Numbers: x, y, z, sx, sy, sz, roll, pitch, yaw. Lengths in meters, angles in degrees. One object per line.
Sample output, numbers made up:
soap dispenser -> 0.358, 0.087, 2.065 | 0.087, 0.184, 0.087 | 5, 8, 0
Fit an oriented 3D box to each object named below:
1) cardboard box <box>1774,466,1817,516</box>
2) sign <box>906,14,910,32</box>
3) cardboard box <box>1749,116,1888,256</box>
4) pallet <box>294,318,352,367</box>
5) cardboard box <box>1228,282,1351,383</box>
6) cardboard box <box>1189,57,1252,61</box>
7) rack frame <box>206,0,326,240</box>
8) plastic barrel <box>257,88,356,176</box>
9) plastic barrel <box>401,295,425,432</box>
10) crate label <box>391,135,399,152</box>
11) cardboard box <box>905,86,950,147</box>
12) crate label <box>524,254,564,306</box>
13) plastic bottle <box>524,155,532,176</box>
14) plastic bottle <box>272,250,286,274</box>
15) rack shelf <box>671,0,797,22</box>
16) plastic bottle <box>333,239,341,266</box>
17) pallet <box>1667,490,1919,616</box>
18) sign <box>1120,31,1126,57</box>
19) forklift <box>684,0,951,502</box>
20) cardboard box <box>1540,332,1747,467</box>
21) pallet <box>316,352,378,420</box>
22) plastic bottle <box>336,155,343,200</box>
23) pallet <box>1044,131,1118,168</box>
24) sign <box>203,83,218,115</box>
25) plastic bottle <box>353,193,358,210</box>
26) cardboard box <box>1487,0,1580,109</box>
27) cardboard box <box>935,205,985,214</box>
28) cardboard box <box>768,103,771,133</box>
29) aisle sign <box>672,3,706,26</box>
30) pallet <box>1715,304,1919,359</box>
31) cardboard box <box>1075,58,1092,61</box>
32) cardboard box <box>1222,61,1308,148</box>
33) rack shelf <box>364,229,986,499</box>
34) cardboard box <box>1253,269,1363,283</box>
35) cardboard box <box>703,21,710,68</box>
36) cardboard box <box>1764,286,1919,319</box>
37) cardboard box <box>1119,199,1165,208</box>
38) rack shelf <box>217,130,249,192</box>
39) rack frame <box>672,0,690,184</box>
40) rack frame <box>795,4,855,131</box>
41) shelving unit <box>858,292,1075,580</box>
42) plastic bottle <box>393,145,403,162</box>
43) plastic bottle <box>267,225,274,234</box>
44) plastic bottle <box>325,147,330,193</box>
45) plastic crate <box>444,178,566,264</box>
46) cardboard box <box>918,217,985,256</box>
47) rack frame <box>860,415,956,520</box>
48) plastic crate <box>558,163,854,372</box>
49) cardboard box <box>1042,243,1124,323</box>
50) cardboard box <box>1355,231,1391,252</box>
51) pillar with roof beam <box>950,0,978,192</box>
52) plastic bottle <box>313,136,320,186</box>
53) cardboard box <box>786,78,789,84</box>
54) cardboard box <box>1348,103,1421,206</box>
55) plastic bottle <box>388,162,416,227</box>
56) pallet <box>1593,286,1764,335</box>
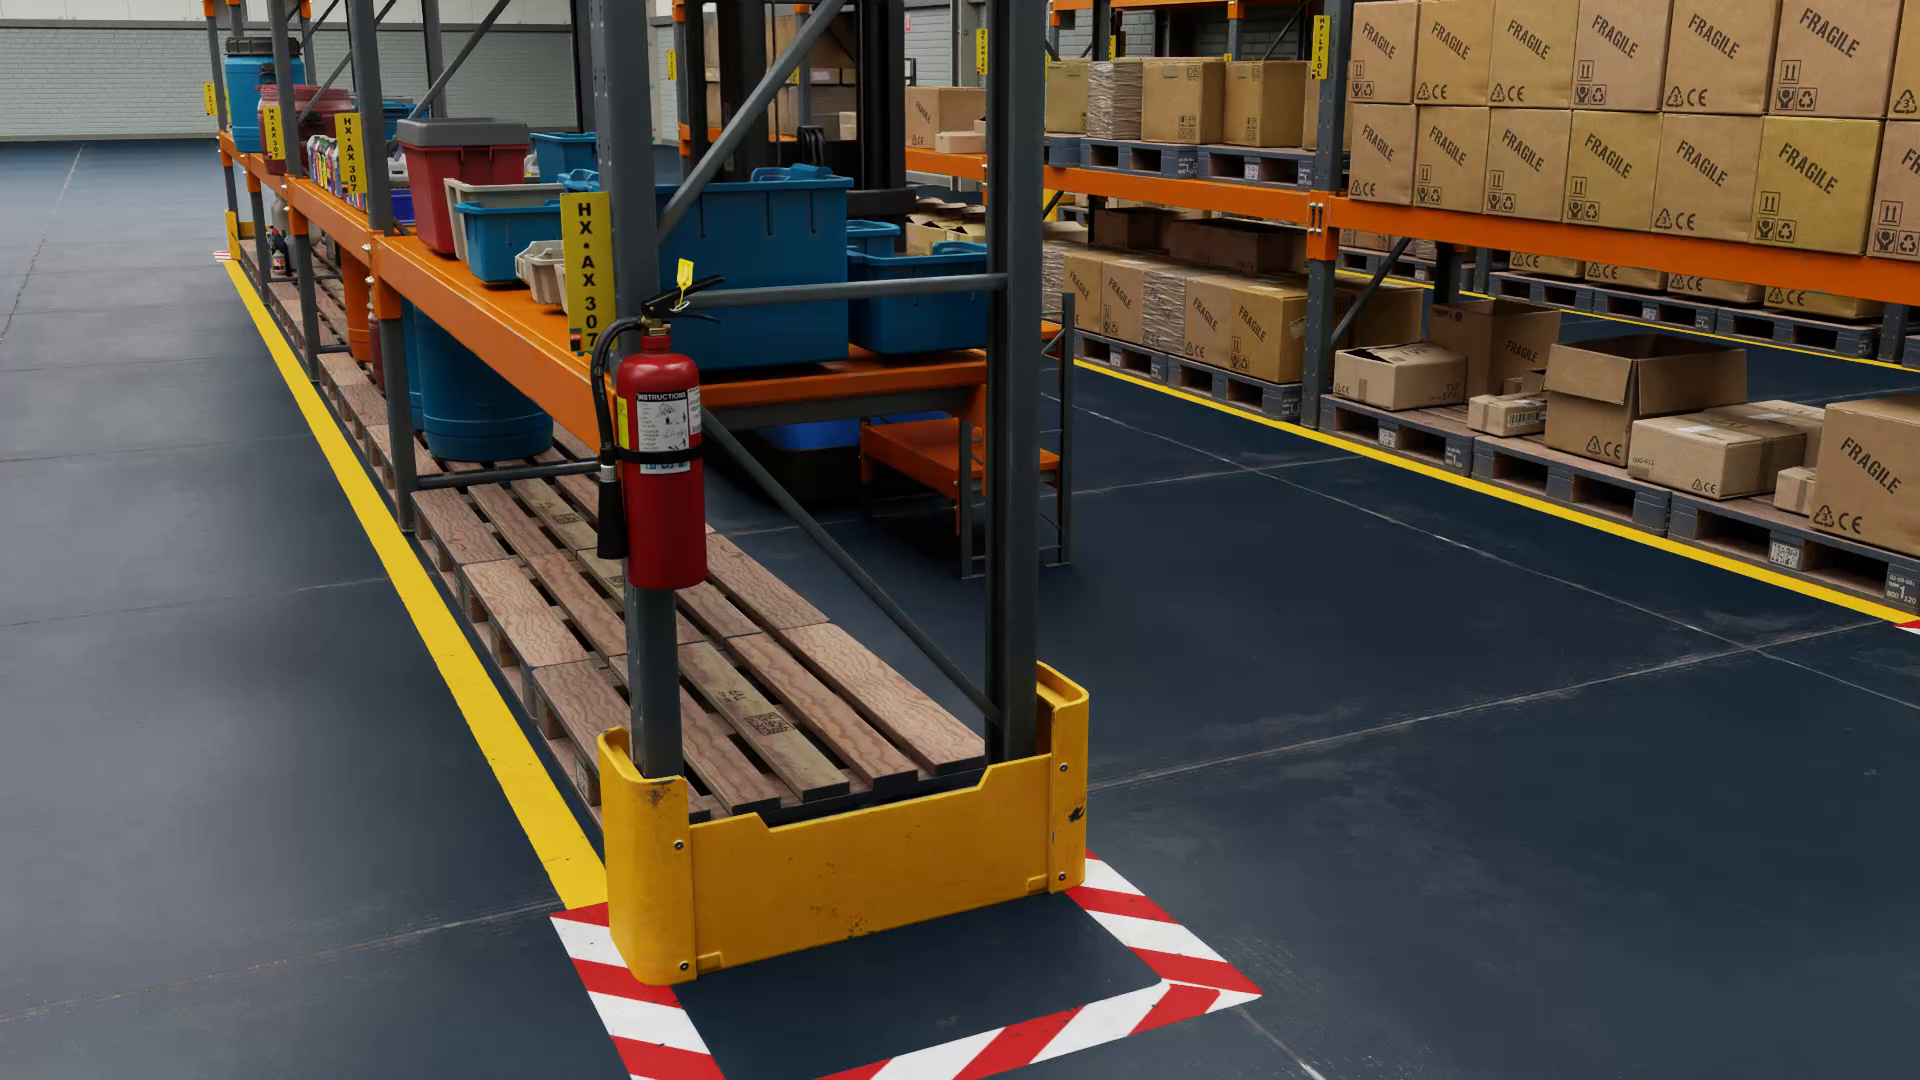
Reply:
cardboard box -> 3.616, -0.211, 6.887 | 0.380, 0.166, 0.250 | -8, 18, -25
sign -> -0.893, -8.876, 28.541 | 0.001, 0.298, 0.199 | -8, 18, -25
cardboard box -> 3.501, -1.400, 6.508 | 0.500, 0.500, 0.500 | -7, 18, -24
pallet -> -4.092, -1.388, 11.703 | 1.003, 0.211, 1.213 | -8, 18, -25
cardboard box -> 1.946, -1.235, 9.849 | 0.500, 0.500, 0.500 | -8, 18, -25
cardboard box -> 2.881, -5.098, 18.454 | 0.500, 0.500, 0.500 | -8, 18, -25
rack frame -> -7.292, -4.515, 17.545 | 1.000, 3.000, 0.127 | -8, 18, -25
plastic barrel -> -4.263, -2.675, 10.888 | 0.600, 0.536, 0.708 | -8, 18, -25
plastic barrel -> -2.568, -1.045, 8.497 | 0.600, 0.901, 0.708 | -8, 18, -25
crate label -> -3.635, -2.600, 11.178 | 0.303, 0.233, 0.416 | -8, 18, -25
cardboard box -> -0.313, -3.721, 14.600 | 0.500, 0.500, 0.500 | -8, 18, -25
crate label -> -1.060, -0.770, 4.864 | 0.396, 0.136, 0.243 | -8, 18, -25
plastic bottle -> -2.055, -1.731, 8.070 | 0.152, 0.276, 0.135 | -8, 18, -25
plastic bottle -> -5.978, -2.442, 14.597 | 0.097, 0.201, 0.097 | 0, 16, 0
rack shelf -> -1.961, -5.713, 17.585 | 1.077, 0.370, 4.000 | -8, 18, -25
plastic bottle -> -5.650, -2.694, 15.205 | 0.144, 0.351, 0.185 | -8, 18, -25
pallet -> 3.789, -0.021, 6.942 | 1.003, 0.211, 1.213 | -8, 18, -25
sign -> 2.122, -6.483, 21.730 | 0.100, 0.325, 0.005 | -8, 18, -25
forklift -> -0.935, -1.947, 8.722 | 1.130, 2.935, 3.031 | -7, 17, -23
cardboard box -> 3.247, -0.683, 7.922 | 0.797, 0.503, 0.637 | -8, 18, -25
pallet -> -3.404, -1.000, 10.354 | 1.003, 0.211, 1.213 | -8, 18, -25
plastic bottle -> -3.214, -1.977, 8.792 | 0.144, 0.351, 0.185 | -8, 18, -25
pallet -> 1.027, -2.877, 12.186 | 1.213, 0.211, 1.003 | -8, 18, -25
sign -> -7.788, -4.582, 17.279 | 0.100, 0.325, 0.005 | -8, 18, -25
plastic bottle -> -2.938, -1.787, 8.266 | 0.152, 0.276, 0.135 | -8, 18, -25
cardboard box -> 2.824, -2.259, 7.692 | 0.500, 0.500, 0.500 | -8, 18, -27
cardboard box -> 0.017, -2.827, 14.872 | 0.500, 0.311, 0.500 | -8, 18, -26
cardboard box -> -1.738, -4.533, 17.427 | 0.700, 0.500, 0.500 | -7, 18, -24
aisle sign -> -3.142, -6.341, 19.197 | 0.394, 0.787, 0.004 | -8, 18, -25
pallet -> 6.465, -1.578, 12.368 | 1.003, 0.211, 1.213 | -8, 18, -25
cardboard box -> 1.760, -5.732, 20.661 | 0.500, 0.500, 0.500 | -8, 18, -25
cardboard box -> 2.055, -2.694, 10.259 | 0.700, 0.500, 0.500 | -5, 17, -16
rack shelf -> -1.159, -0.698, 5.548 | 1.077, 0.370, 4.000 | -8, 18, -25
cardboard box -> 2.183, -1.427, 10.520 | 0.500, 0.500, 0.500 | -7, 18, -24
cardboard box -> -2.621, -5.654, 18.981 | 0.700, 0.500, 0.500 | -8, 18, -25
cardboard box -> 6.469, -2.051, 12.094 | 0.750, 0.750, 0.750 | -7, 18, -24
cardboard box -> 2.362, -4.210, 20.218 | 0.700, 0.500, 0.500 | -9, 18, -28
rack shelf -> -6.416, -3.673, 15.917 | 1.077, 0.370, 4.000 | -8, 18, -25
rack frame -> -2.837, -5.112, 19.628 | 1.000, 3.000, 0.127 | -8, 18, -25
rack frame -> -1.085, -4.121, 16.172 | 1.000, 3.000, 0.127 | -8, 18, -25
shelving unit -> 0.003, -0.539, 7.090 | 0.538, 1.125, 1.048 | -8, 18, -25
plastic bottle -> -2.683, -1.767, 8.060 | 0.144, 0.351, 0.185 | -8, 18, -25
plastic bottle -> -6.306, -2.714, 15.274 | 0.144, 0.351, 0.185 | -8, 18, -25
plastic bottle -> -3.500, -2.086, 9.315 | 0.097, 0.271, 0.097 | 0, 16, 0
plastic crate -> -1.531, -1.110, 5.788 | 0.437, 0.282, 0.530 | -8, 18, -25
cardboard box -> -0.017, -2.507, 13.755 | 0.500, 0.311, 0.500 | -8, 18, -26
rack frame -> -0.220, -0.665, 7.529 | 0.500, 1.125, 0.032 | -8, 18, -25
plastic crate -> -0.597, -0.654, 3.918 | 0.616, 0.435, 0.499 | -8, 18, -25
cardboard box -> 0.844, -1.862, 12.036 | 0.500, 0.500, 0.500 | -8, 18, -27
cardboard box -> 4.392, -3.172, 16.600 | 0.700, 0.500, 0.500 | -8, 18, -25
pillar with roof beam -> -3.800, -9.494, 24.021 | 9.100, 9.000, 0.400 | -8, 18, -25
plastic bottle -> -3.785, -2.242, 9.836 | 0.061, 0.283, 0.133 | -8, 18, -25
cardboard box -> -1.503, -4.584, 16.428 | 0.380, 0.149, 0.250 | -8, 18, -26
cardboard box -> 2.398, -2.026, 8.690 | 0.500, 0.500, 0.500 | -7, 17, -23
plastic bottle -> -2.498, -1.538, 7.398 | 0.152, 0.276, 0.135 | -8, 18, -25
pallet -> 5.927, -1.881, 13.424 | 1.003, 0.211, 1.213 | -8, 18, -25
